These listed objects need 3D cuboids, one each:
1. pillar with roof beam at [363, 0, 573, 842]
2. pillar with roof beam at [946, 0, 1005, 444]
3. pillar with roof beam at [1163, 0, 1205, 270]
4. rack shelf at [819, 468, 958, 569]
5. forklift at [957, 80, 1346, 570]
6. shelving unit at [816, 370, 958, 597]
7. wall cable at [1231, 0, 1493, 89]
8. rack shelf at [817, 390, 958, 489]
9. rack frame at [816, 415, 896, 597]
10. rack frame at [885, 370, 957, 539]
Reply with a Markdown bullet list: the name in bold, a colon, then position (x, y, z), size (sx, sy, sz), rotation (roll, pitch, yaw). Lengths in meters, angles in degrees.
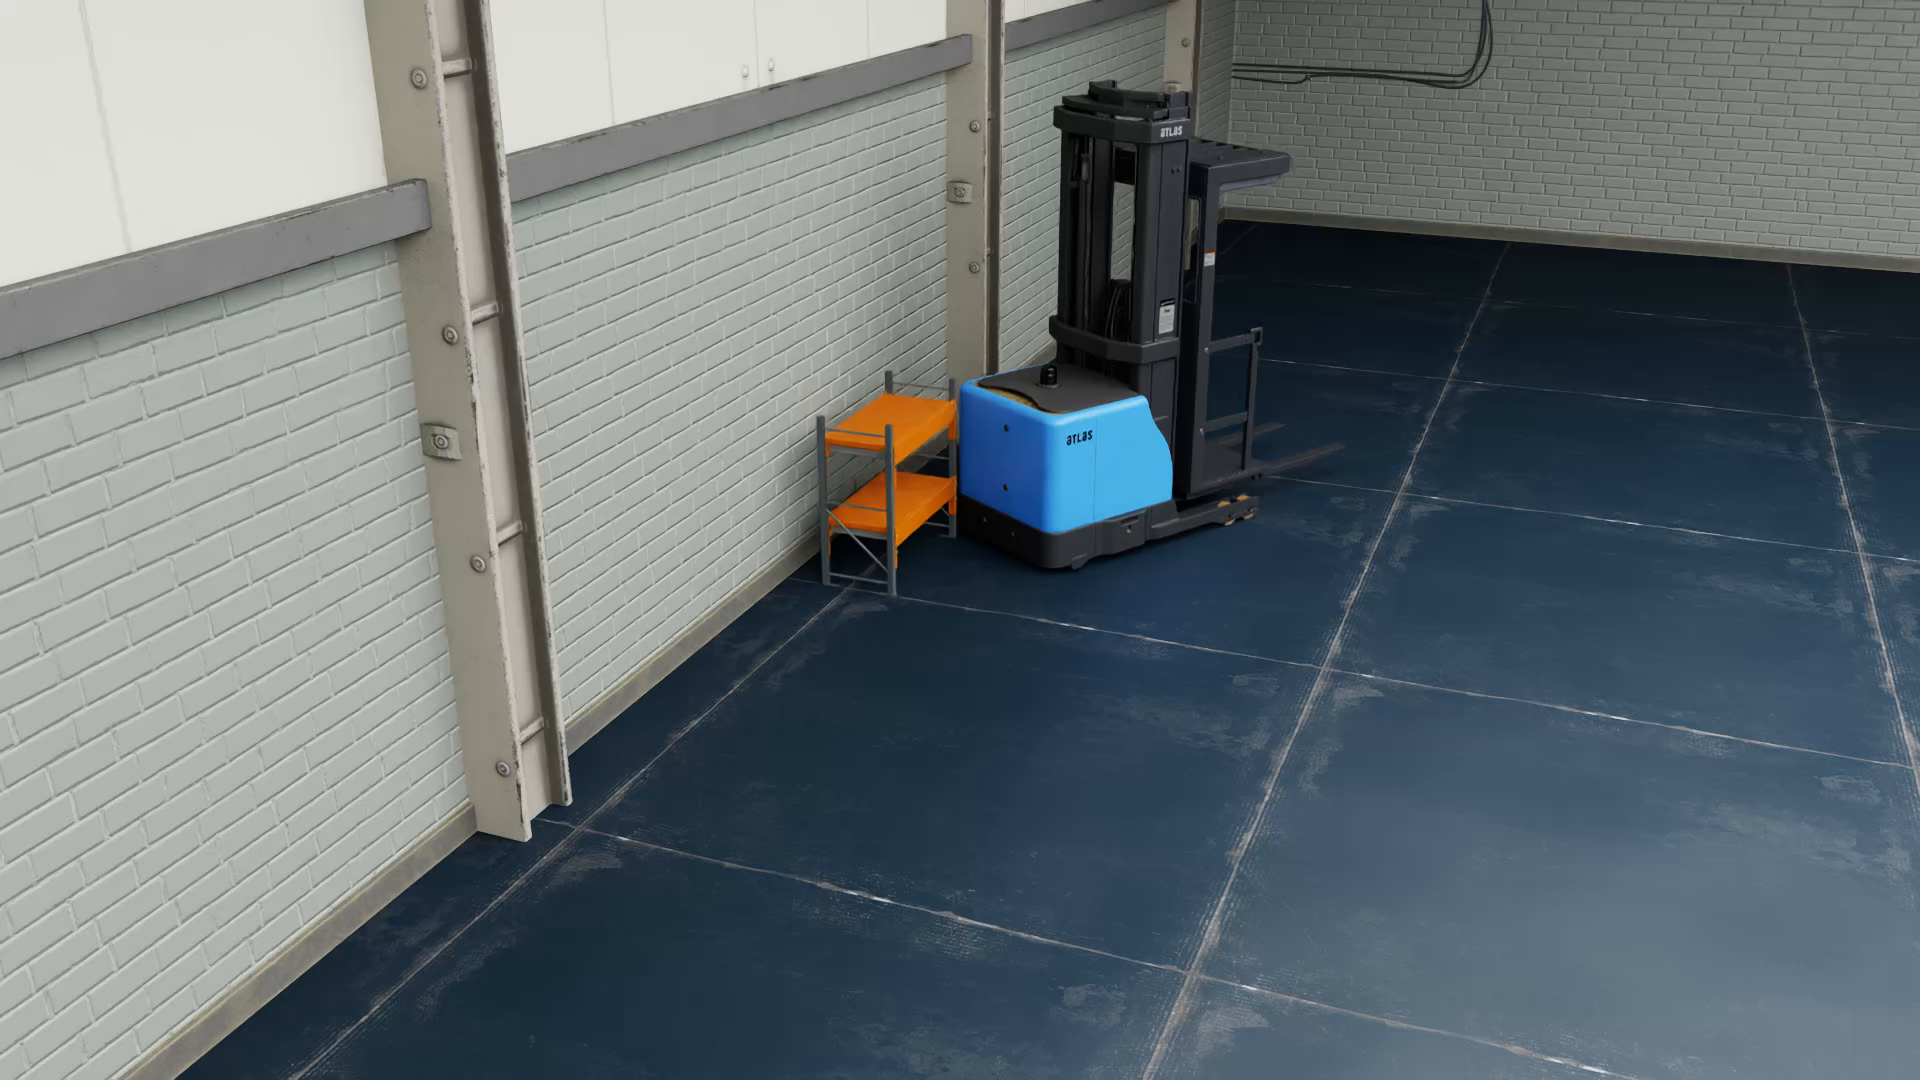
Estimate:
- **pillar with roof beam**: position (1.879, -2.204, 4.852), size (9.100, 9.000, 0.400), rotation (9, 24, 20)
- **pillar with roof beam**: position (4.108, -4.351, 9.992), size (9.100, 9.000, 0.400), rotation (9, 24, 20)
- **pillar with roof beam**: position (6.336, -6.499, 15.132), size (9.100, 9.000, 0.400), rotation (9, 24, 20)
- **rack shelf**: position (-0.450, -0.160, 10.809), size (0.538, 0.278, 1.000), rotation (9, 24, 20)
- **forklift**: position (1.463, -1.600, 11.277), size (3.031, 2.935, 1.130), rotation (-16, 28, -34)
- **shelving unit**: position (-0.450, -0.386, 10.715), size (0.538, 1.125, 1.048), rotation (9, 24, 20)
- **wall cable**: position (4.661, -6.547, 19.277), size (3.097, 2.526, 0.112), rotation (9, 24, 20)
- **rack shelf**: position (-0.450, -0.656, 10.602), size (0.538, 0.278, 1.000), rotation (9, 24, 20)
- **rack frame**: position (-0.639, -0.204, 10.279), size (0.500, 1.125, 0.032), rotation (9, 24, 20)
- **rack frame**: position (-0.261, -0.568, 11.150), size (0.500, 1.125, 0.032), rotation (9, 24, 20)
